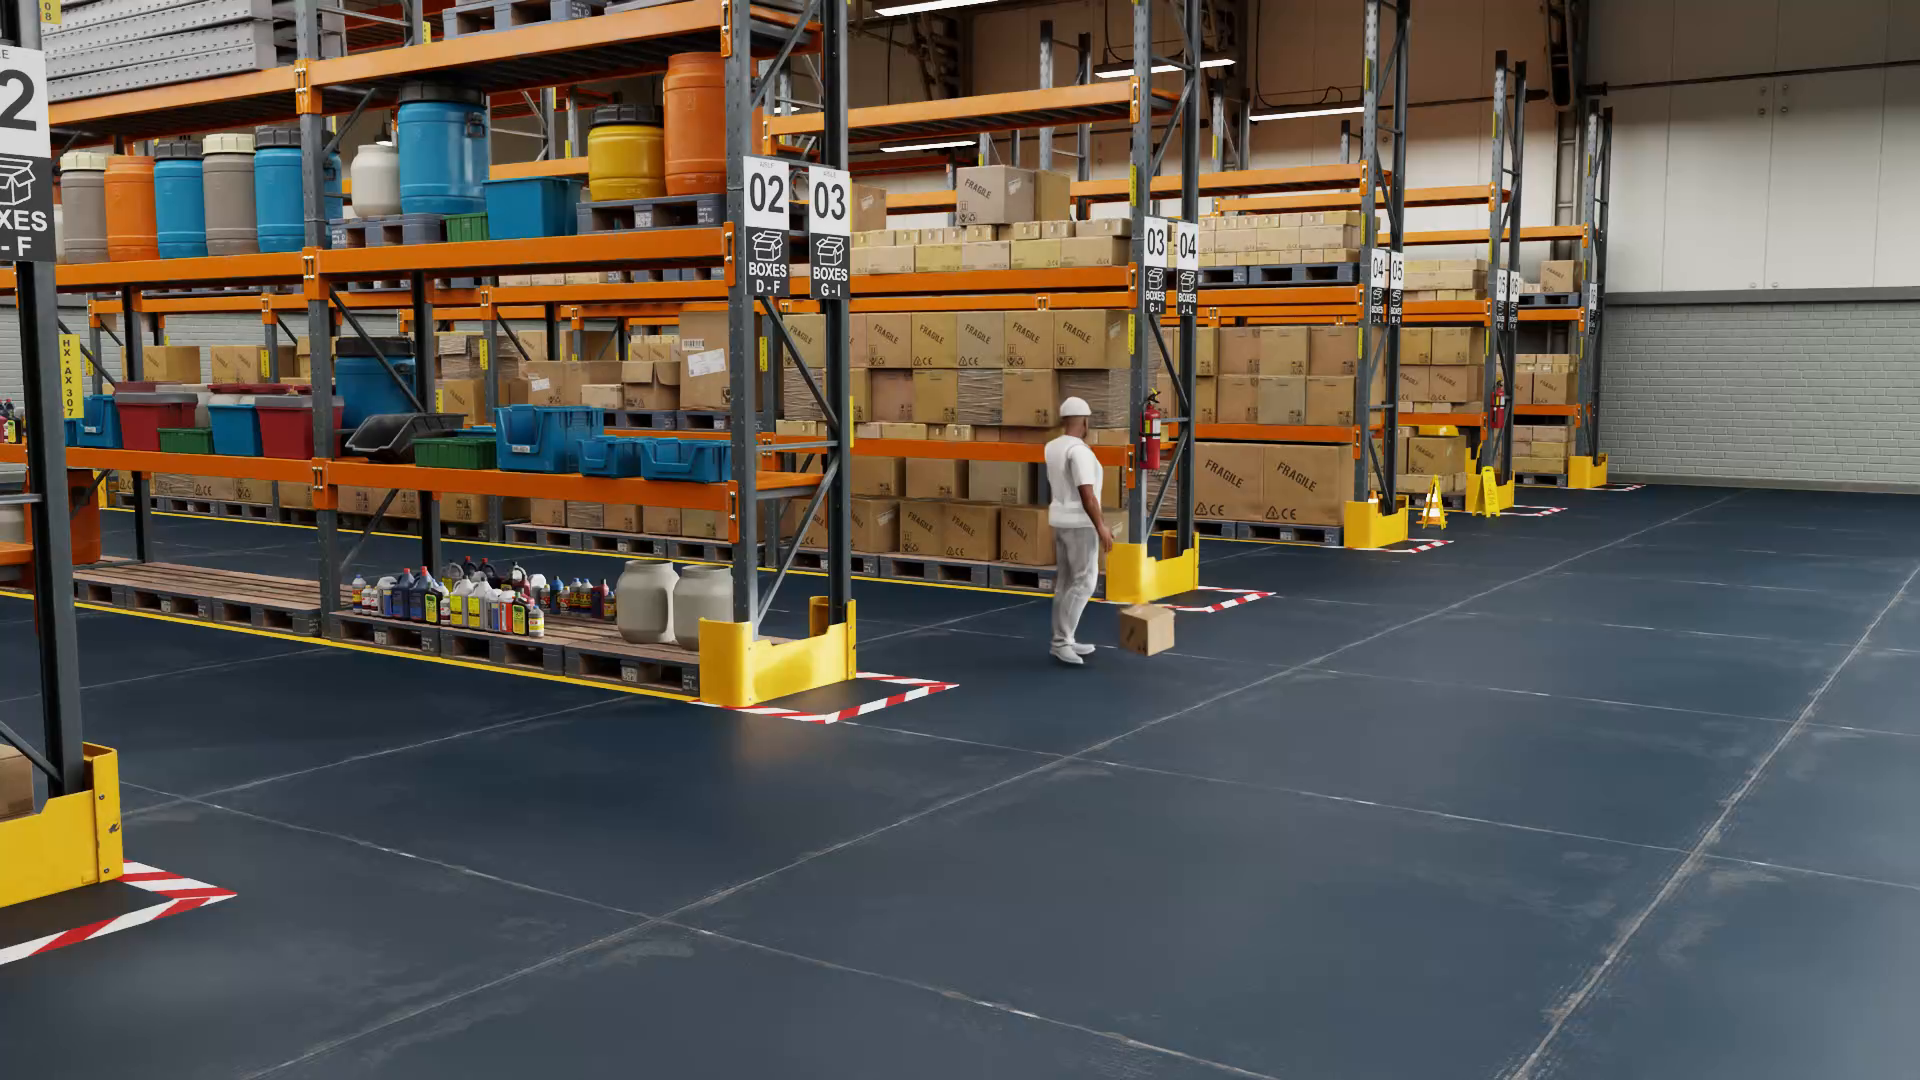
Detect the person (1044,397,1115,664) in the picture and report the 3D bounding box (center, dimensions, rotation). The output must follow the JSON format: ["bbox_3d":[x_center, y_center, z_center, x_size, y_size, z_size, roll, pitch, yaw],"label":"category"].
[{"bbox_3d":[0.781,-0.079,11.233,0.440,1.765,0.703,-2,7,-16],"label":"person"}]
